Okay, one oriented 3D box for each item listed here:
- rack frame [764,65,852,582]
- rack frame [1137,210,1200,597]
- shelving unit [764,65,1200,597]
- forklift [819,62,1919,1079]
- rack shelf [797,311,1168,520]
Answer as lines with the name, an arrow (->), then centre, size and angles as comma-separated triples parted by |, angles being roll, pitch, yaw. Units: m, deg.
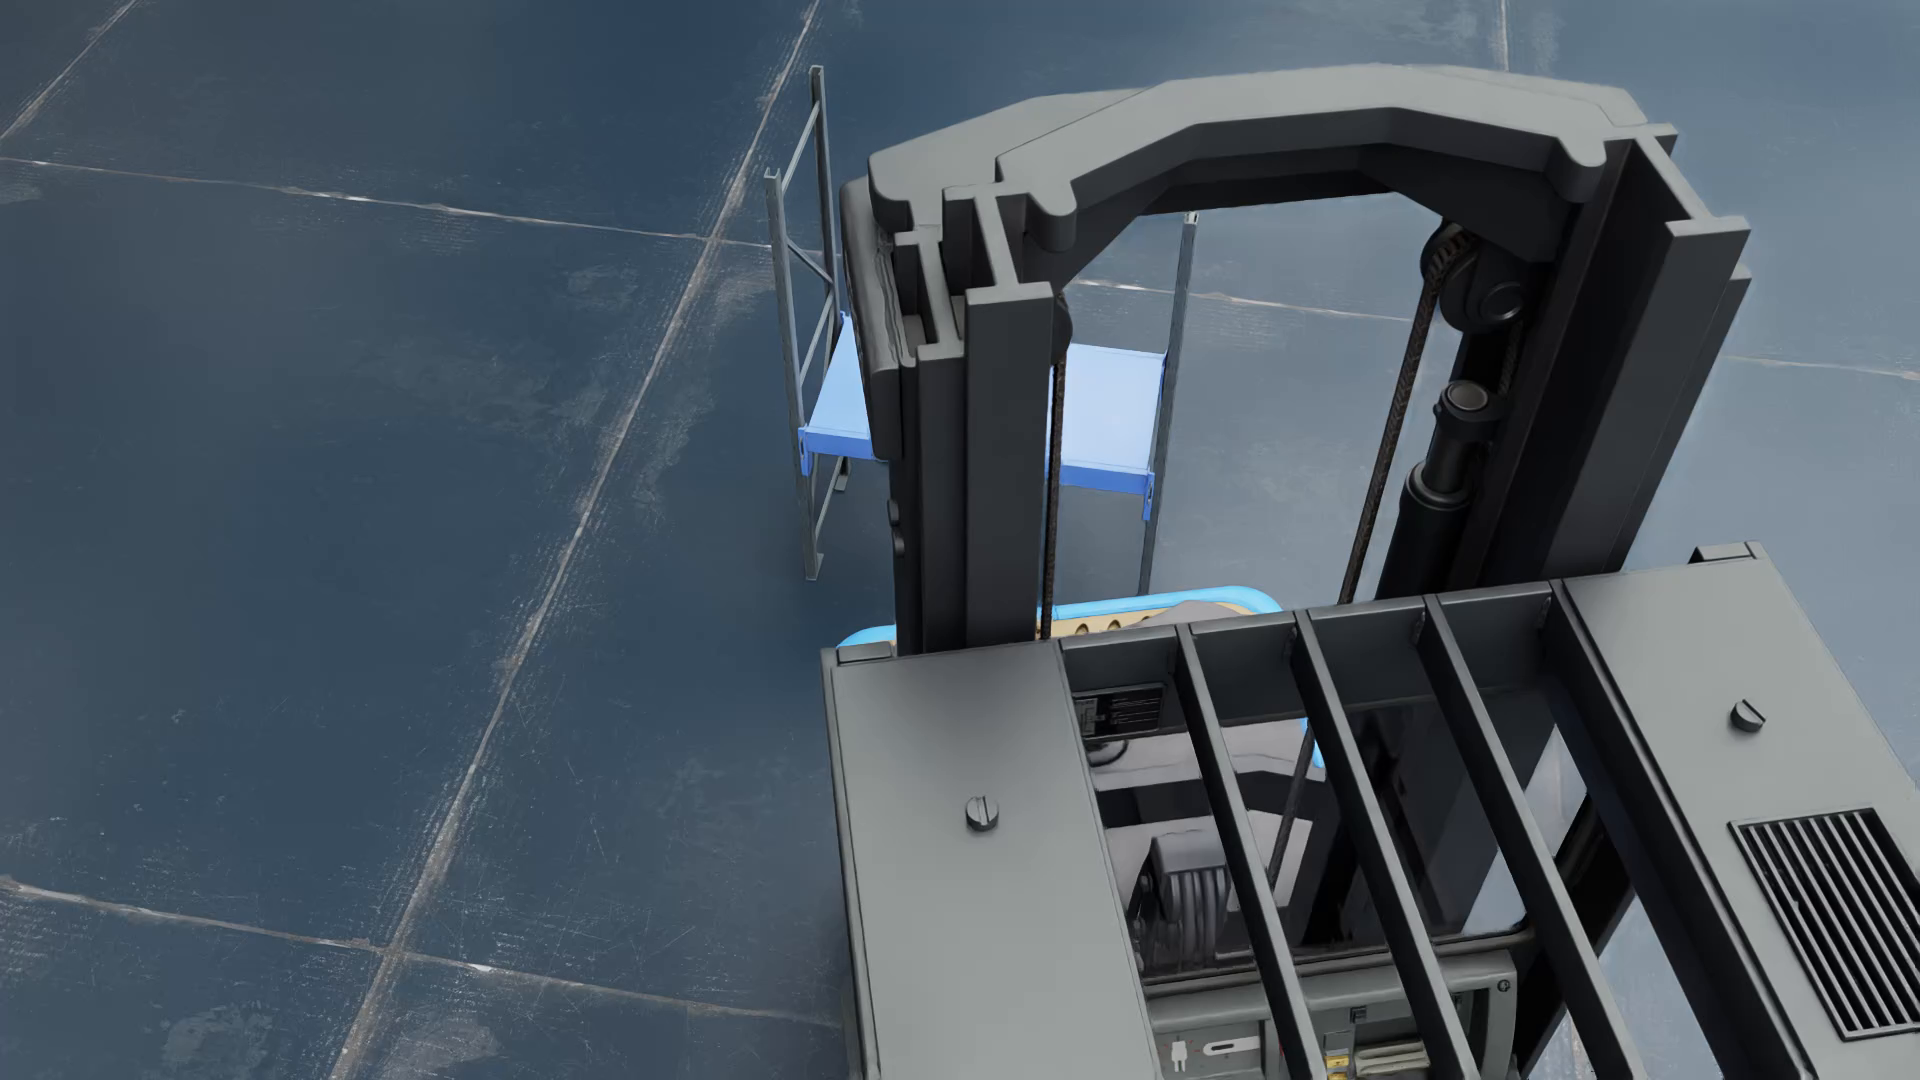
rack frame -> -0.416, -0.557, 4.742 | 0.032, 1.500, 0.500 | 8, 49, 7
rack frame -> 0.584, -0.423, 4.622 | 0.032, 1.500, 0.500 | 8, 49, 7
shelving unit -> 0.084, -0.490, 4.682 | 1.048, 1.500, 0.538 | 8, 49, 7
forklift -> 0.428, 0.970, 2.408 | 1.130, 2.935, 3.031 | -6, 48, -6
rack shelf -> 0.084, -0.370, 4.816 | 1.000, 0.185, 0.538 | 8, 49, 7
